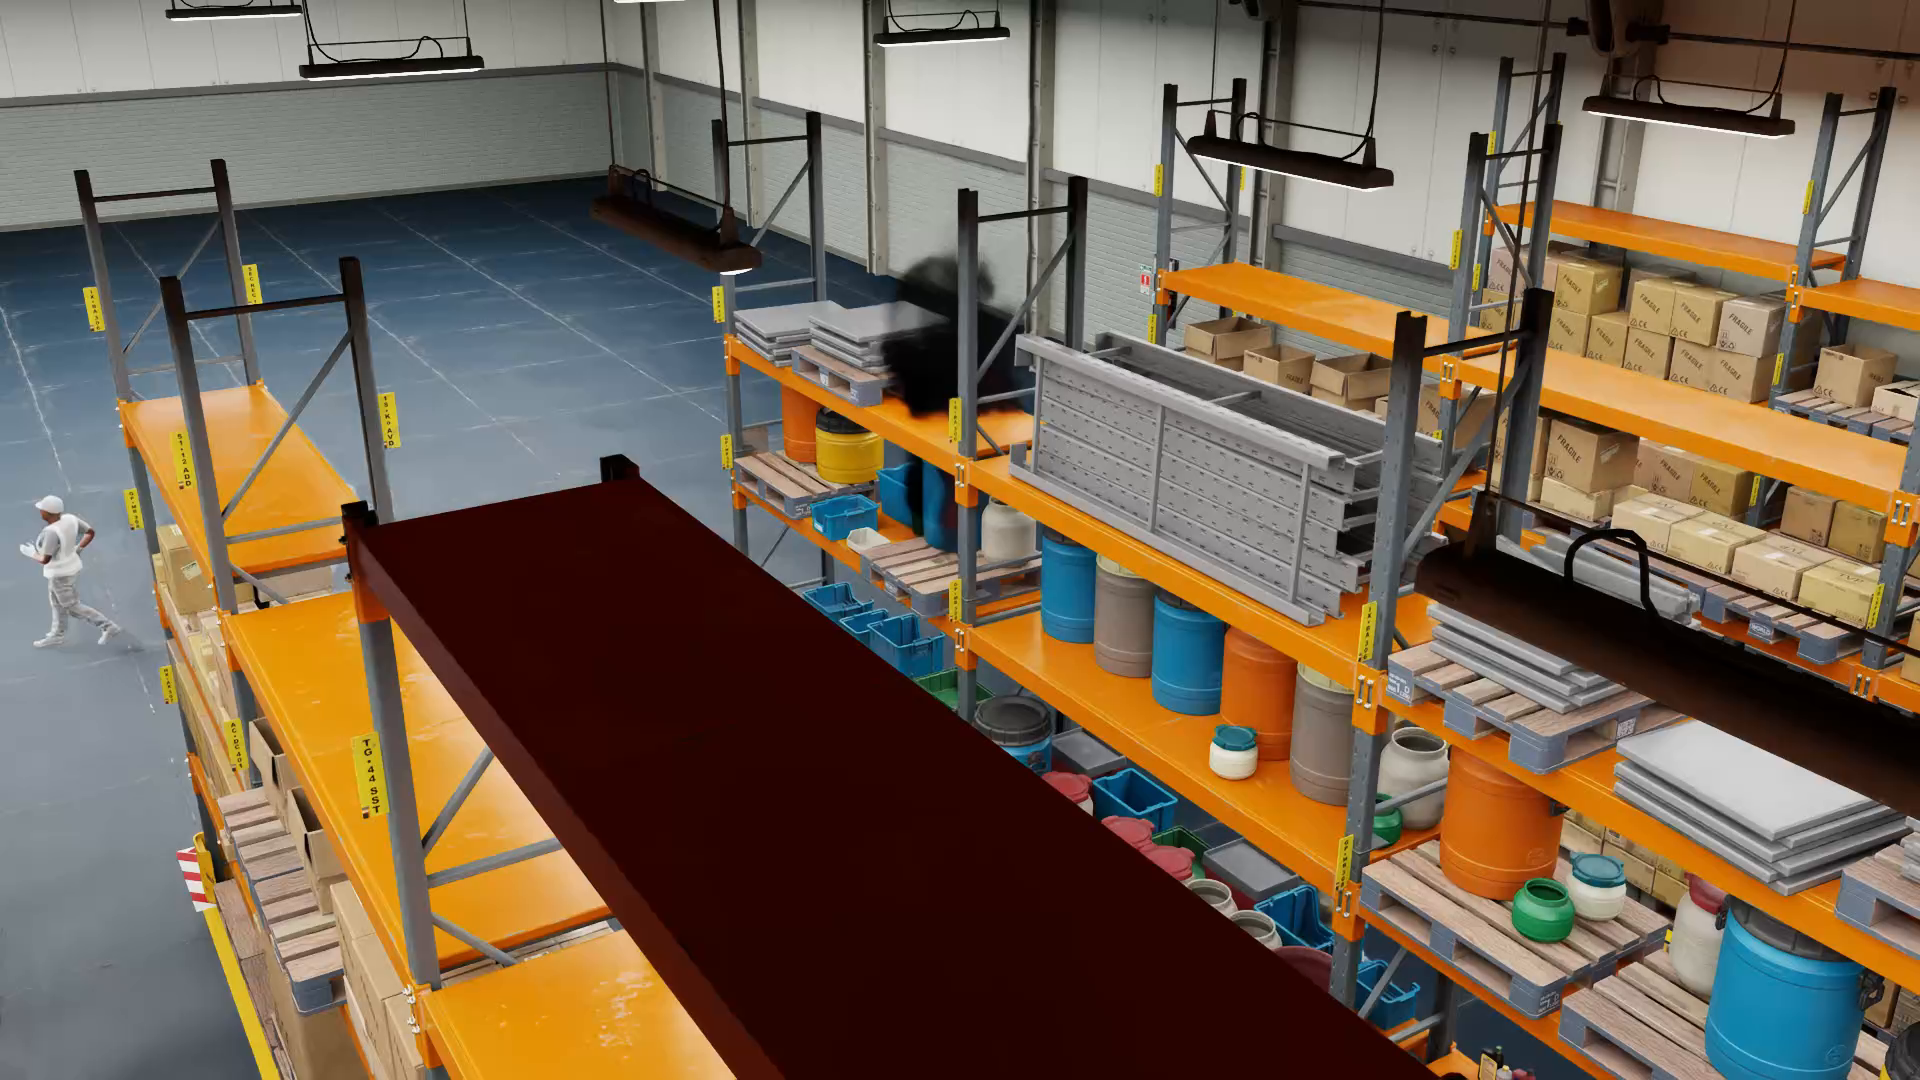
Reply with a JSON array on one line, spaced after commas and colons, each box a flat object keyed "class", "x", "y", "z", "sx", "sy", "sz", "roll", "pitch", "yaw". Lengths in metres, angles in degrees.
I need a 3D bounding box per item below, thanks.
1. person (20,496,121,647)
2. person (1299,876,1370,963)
[{"class": "person", "x": -9.726, "y": 0.351, "z": 18.053, "sx": 1.001, "sy": 1.766, "sz": 0.676, "roll": -3, "pitch": 22, "yaw": -6}, {"class": "person", "x": 2.760, "y": 2.581, "z": 12.427, "sx": 0.664, "sy": 1.679, "sz": 0.761, "roll": -17, "pitch": 28, "yaw": -37}]
